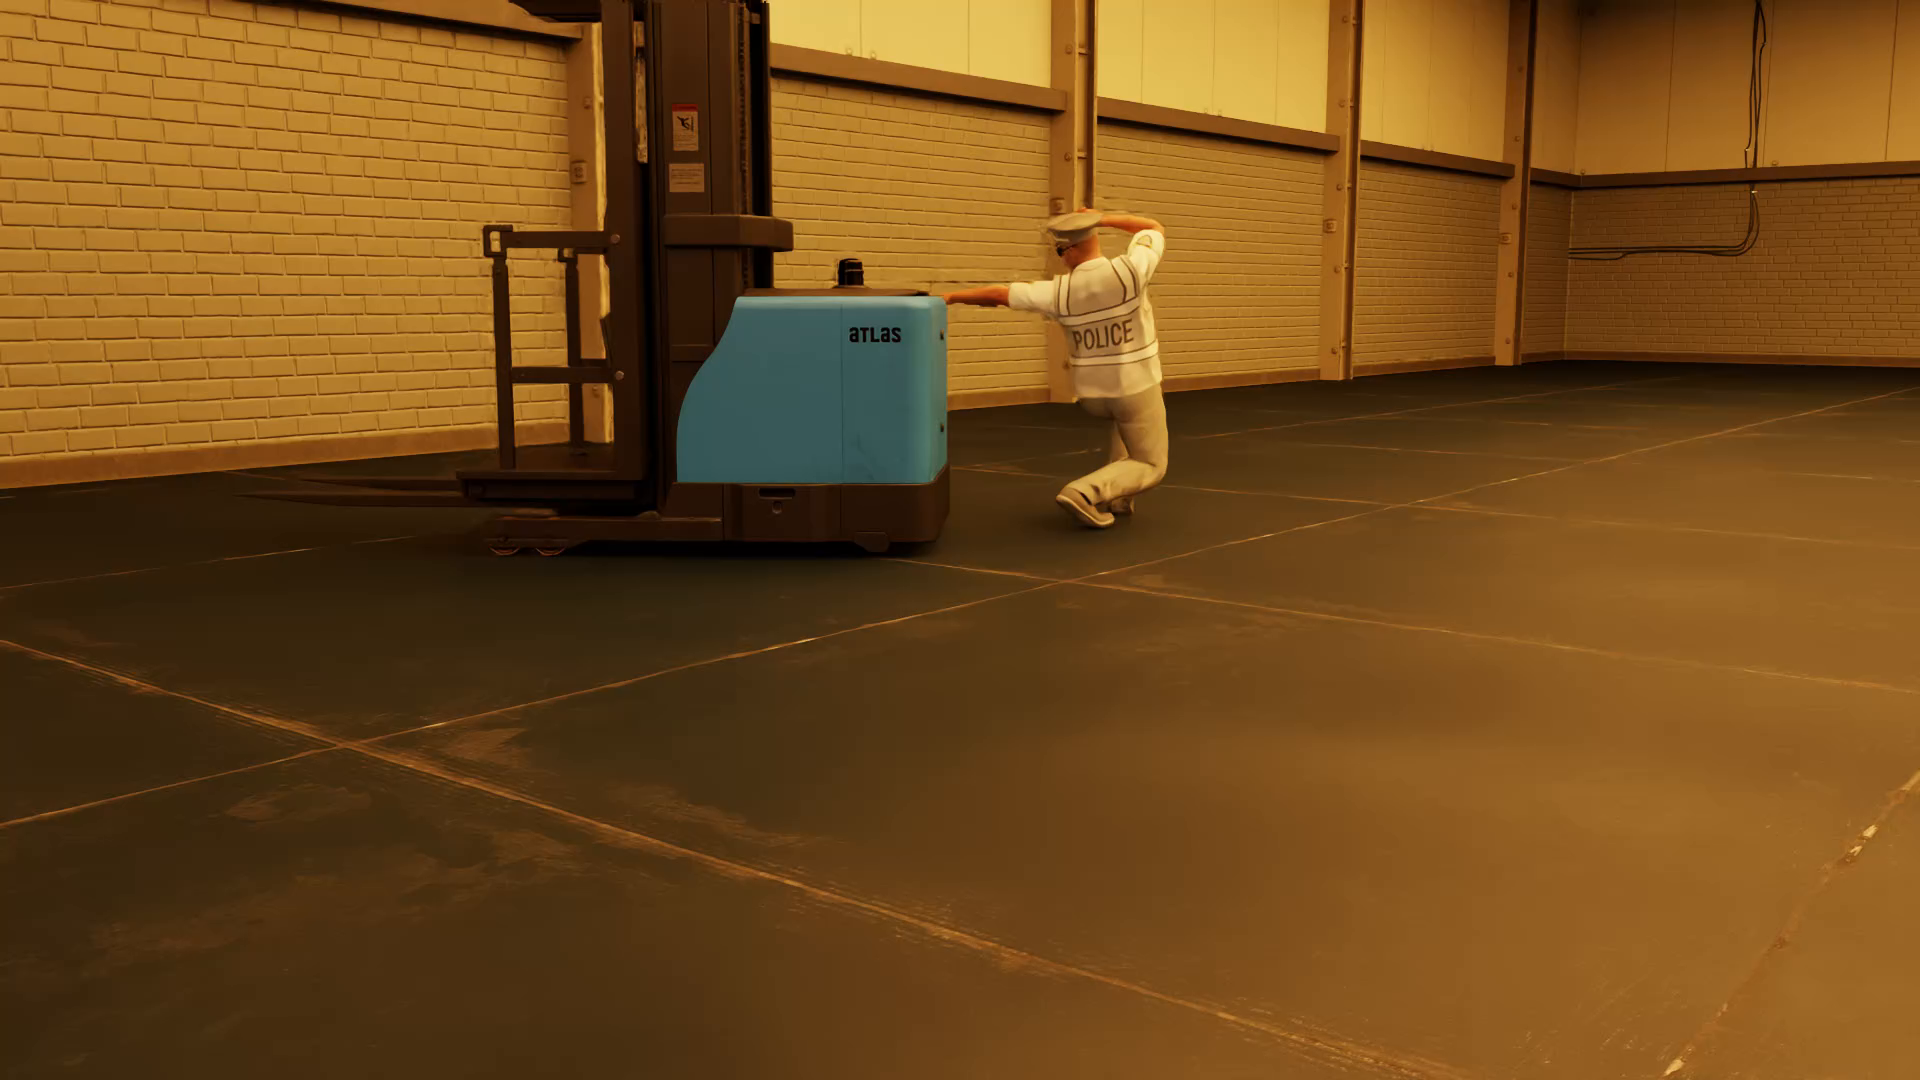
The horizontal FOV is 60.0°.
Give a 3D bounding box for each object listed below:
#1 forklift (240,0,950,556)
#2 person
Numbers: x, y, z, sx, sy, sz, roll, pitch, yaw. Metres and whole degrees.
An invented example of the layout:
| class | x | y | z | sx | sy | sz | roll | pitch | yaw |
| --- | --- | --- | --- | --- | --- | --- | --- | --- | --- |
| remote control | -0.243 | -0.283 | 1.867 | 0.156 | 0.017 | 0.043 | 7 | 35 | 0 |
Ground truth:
| class | x | y | z | sx | sy | sz | roll | pitch | yaw |
| --- | --- | --- | --- | --- | --- | --- | --- | --- | --- |
| forklift | -1.588 | -1.458 | 7.247 | 3.031 | 2.935 | 1.130 | 1 | 8 | 4 |
| person | 0.505 | -0.830 | 8.069 | 1.078 | 1.535 | 0.880 | 5 | 10 | 33 |
